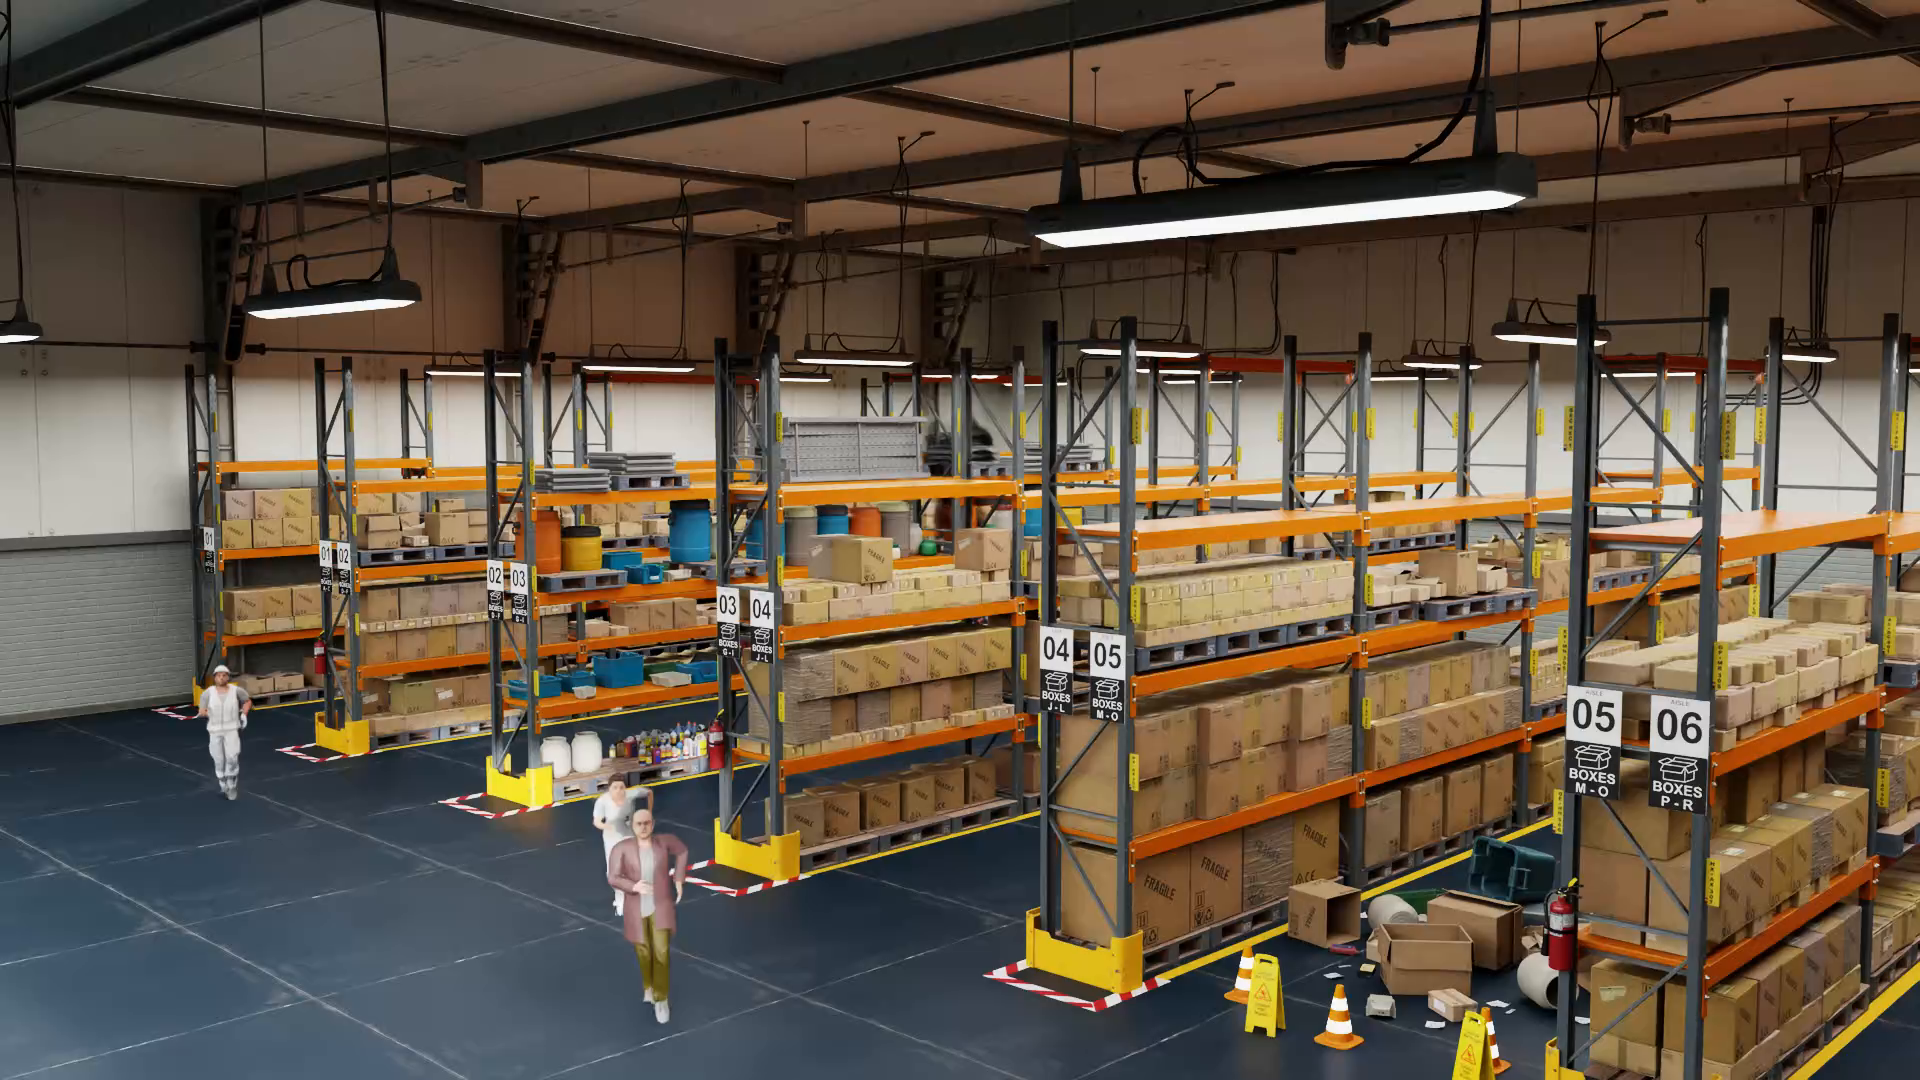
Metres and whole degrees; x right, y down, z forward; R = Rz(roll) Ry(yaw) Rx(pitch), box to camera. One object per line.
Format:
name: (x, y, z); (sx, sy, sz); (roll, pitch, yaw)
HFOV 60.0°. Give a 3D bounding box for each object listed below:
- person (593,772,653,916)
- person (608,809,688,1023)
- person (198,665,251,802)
person: (-3.443, 3.079, 17.039); (0.594, 1.523, 0.924); (-1, 4, -8)
person: (-2.682, 3.198, 14.315); (0.656, 1.818, 0.765); (0, 4, -5)
person: (-9.807, 2.580, 22.172); (0.631, 1.820, 0.689); (-1, 5, -17)
